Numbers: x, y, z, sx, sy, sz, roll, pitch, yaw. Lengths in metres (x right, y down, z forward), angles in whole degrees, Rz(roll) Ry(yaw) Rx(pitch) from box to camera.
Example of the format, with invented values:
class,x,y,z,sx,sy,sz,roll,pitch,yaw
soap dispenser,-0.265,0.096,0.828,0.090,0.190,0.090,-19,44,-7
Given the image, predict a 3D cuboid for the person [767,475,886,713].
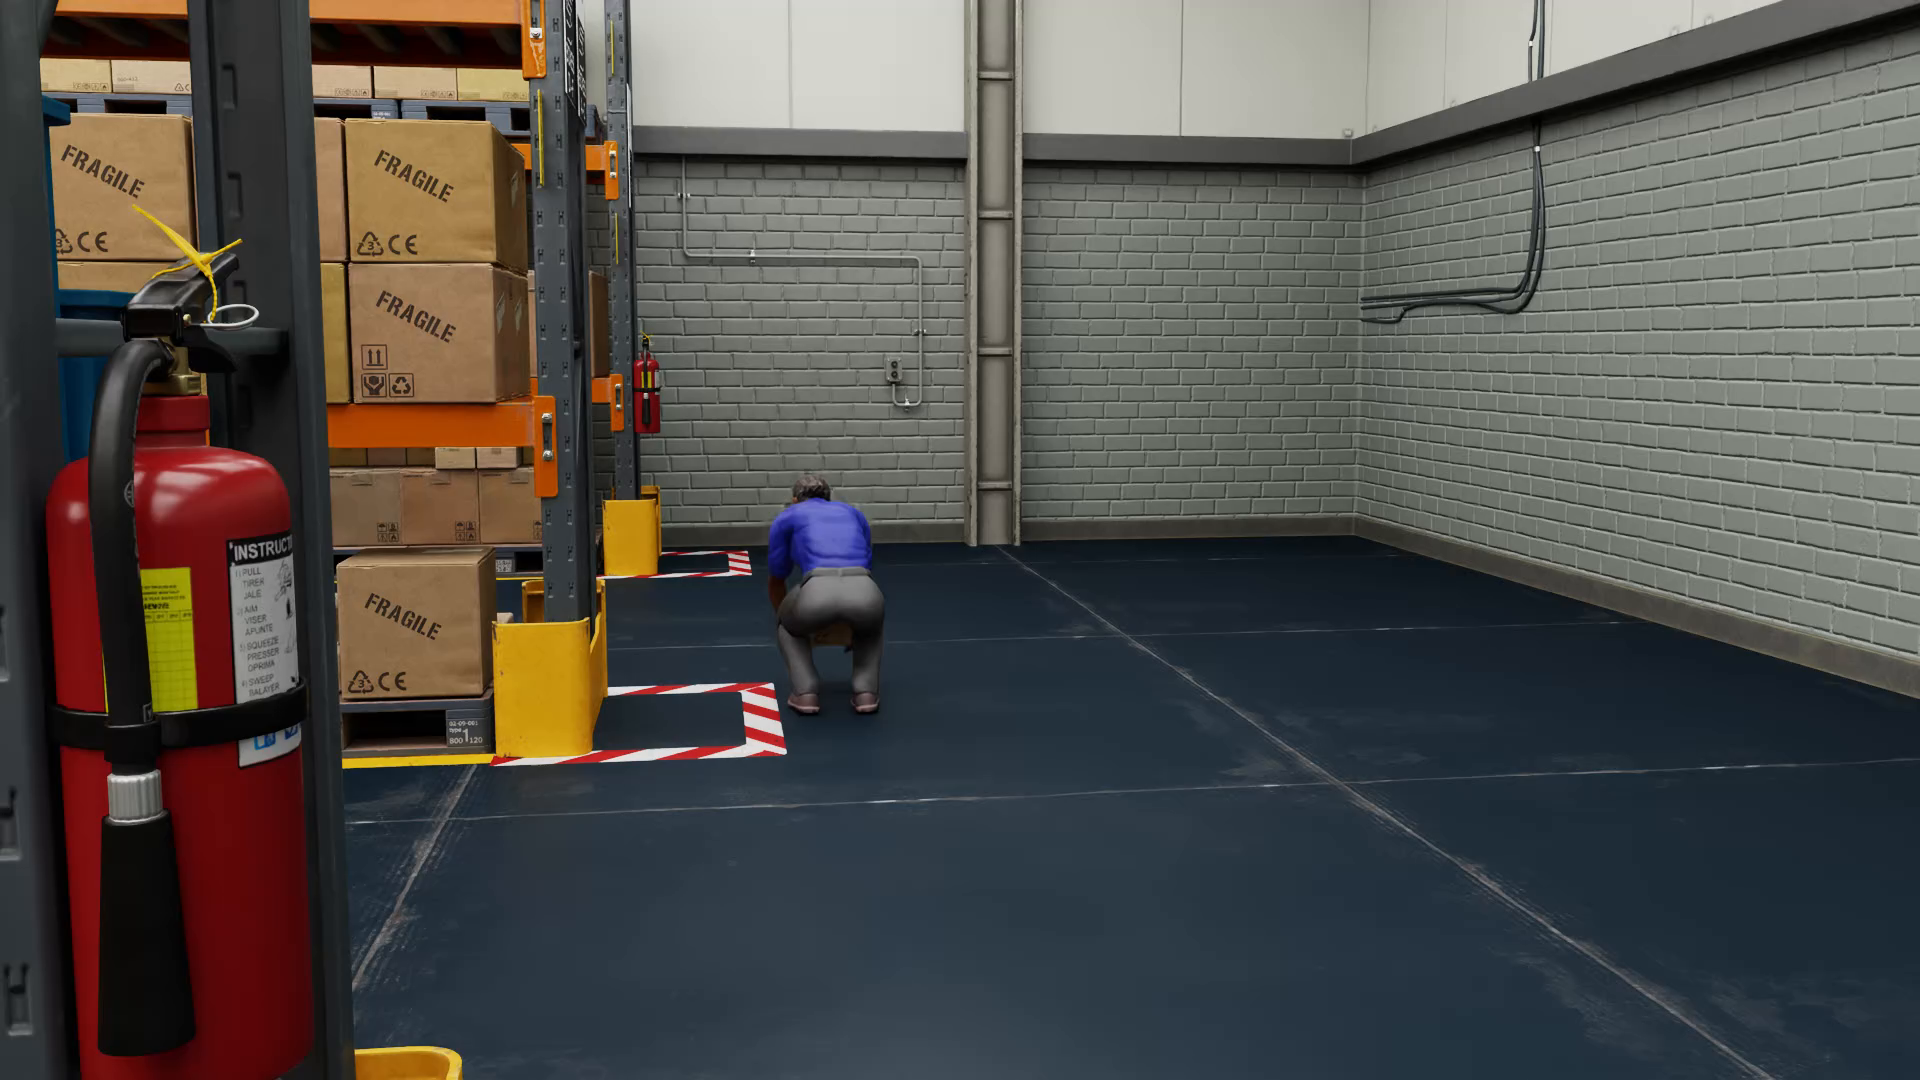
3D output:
class,x,y,z,sx,sy,sz,roll,pitch,yaw
person,-0.563,0.223,7.026,0.483,0.955,0.810,-1,7,-9
